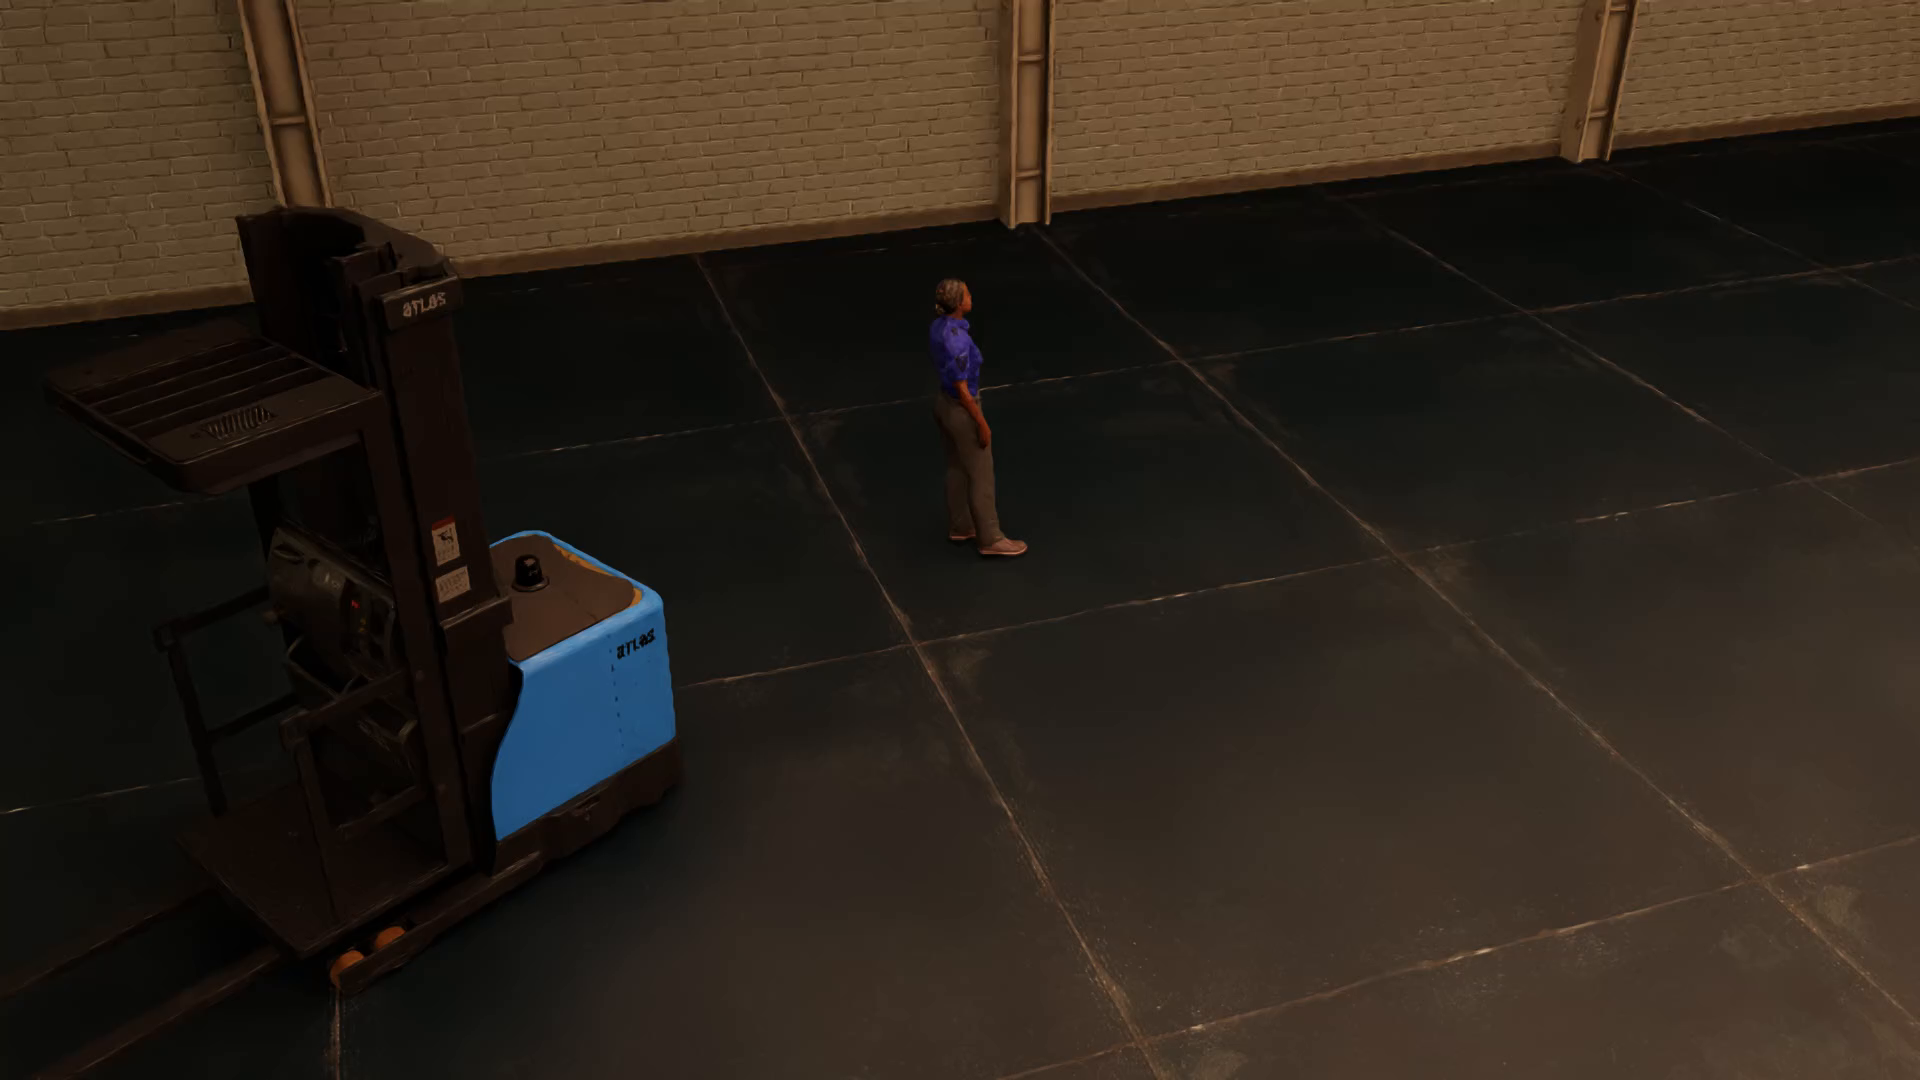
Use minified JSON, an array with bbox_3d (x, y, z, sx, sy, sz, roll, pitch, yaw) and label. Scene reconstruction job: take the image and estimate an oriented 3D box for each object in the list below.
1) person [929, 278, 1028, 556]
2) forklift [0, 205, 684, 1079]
[{"bbox_3d":[0.089,-0.728,9.618,0.503,1.654,0.570,-10,31,-16],"label":"person"},{"bbox_3d":[-2.671,0.296,6.572,1.130,2.935,3.031,24,38,35],"label":"forklift"}]
